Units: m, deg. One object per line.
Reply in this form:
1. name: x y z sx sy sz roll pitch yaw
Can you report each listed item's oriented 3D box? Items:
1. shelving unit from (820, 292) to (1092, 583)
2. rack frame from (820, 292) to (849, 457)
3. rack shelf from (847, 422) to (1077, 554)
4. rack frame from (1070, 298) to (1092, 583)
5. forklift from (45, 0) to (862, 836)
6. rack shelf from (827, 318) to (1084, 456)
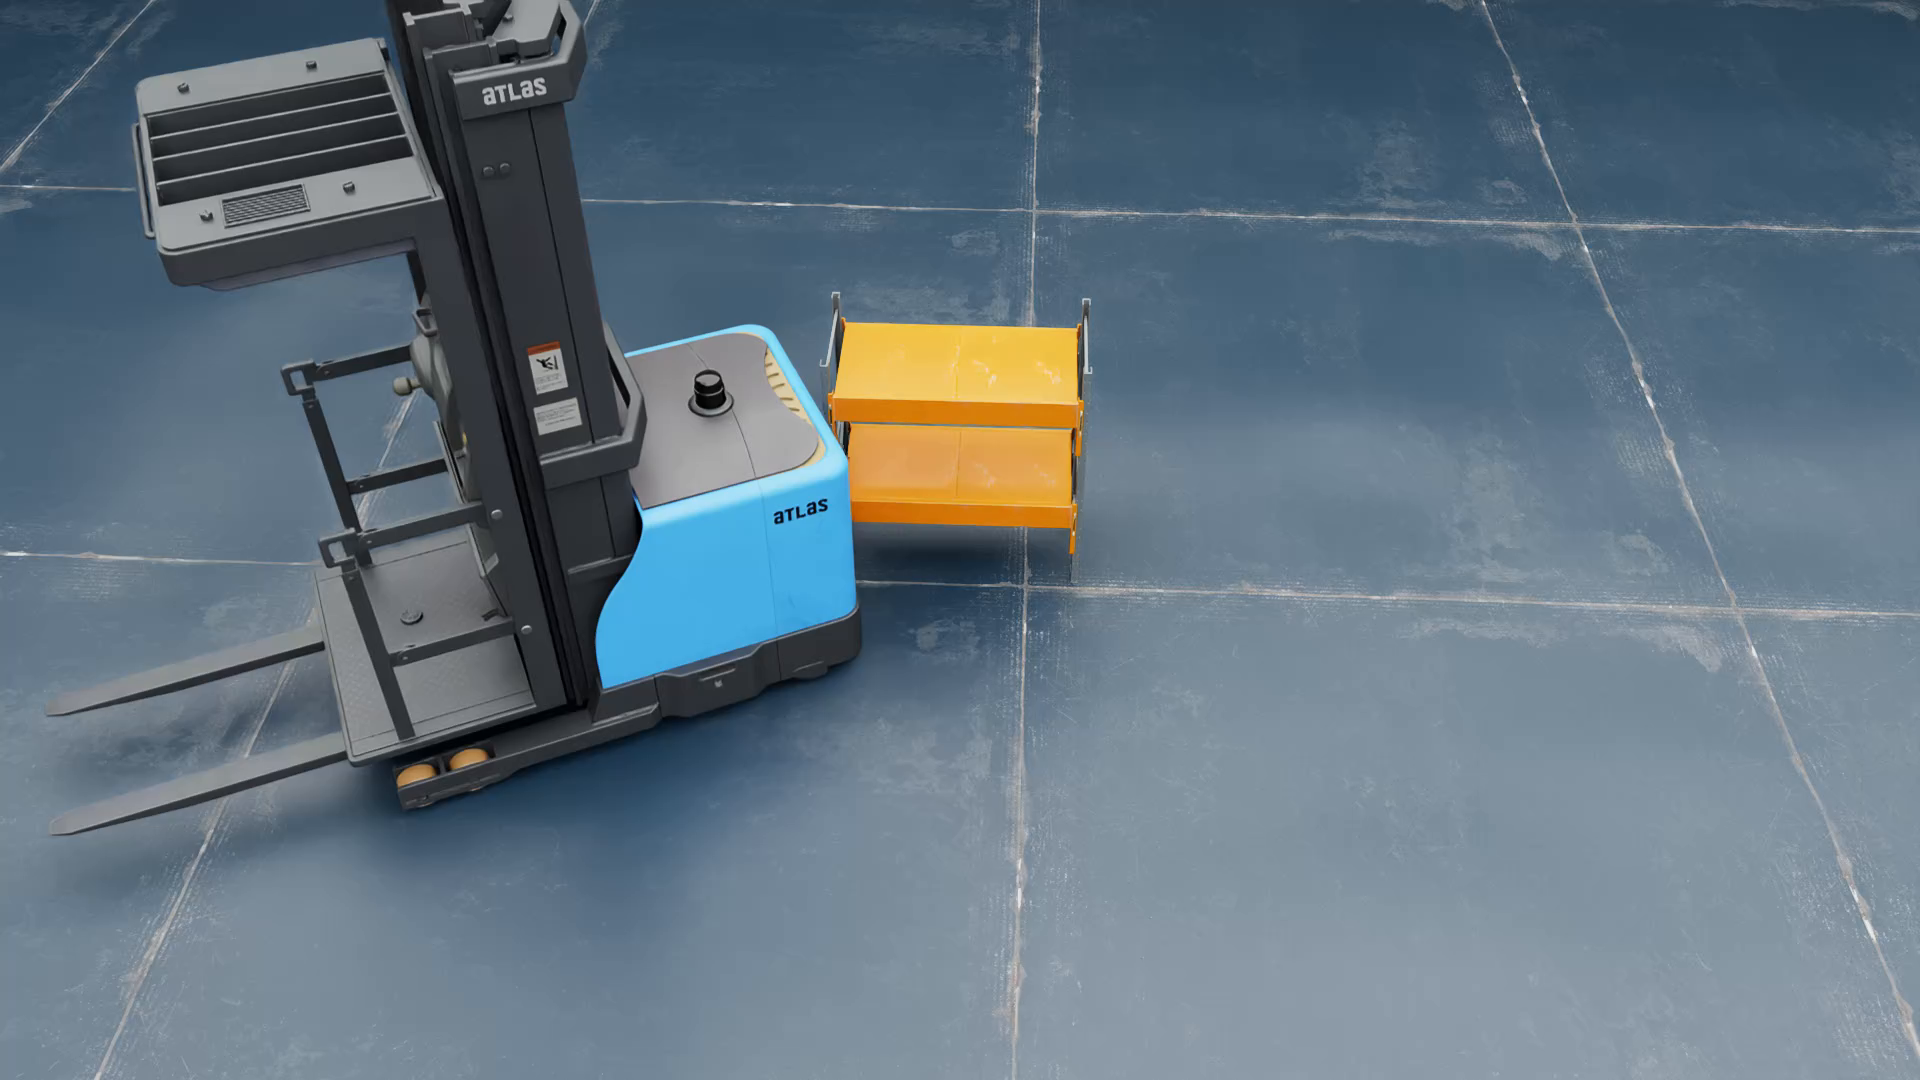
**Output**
1. shelving unit: -0.007 -0.412 6.952 1.048 1.125 0.538 2 43 2
2. rack frame: -0.515 -0.427 6.969 0.032 1.125 0.500 2 43 2
3. rack shelf: -0.007 -0.233 7.119 1.000 0.278 0.538 2 43 2
4. rack frame: 0.501 -0.396 6.935 0.032 1.125 0.500 2 43 2
5. forklift: -1.963 -0.480 5.700 3.031 2.935 1.130 -16 45 -17
6. rack shelf: -0.007 -0.626 6.753 1.000 0.278 0.538 2 43 2
